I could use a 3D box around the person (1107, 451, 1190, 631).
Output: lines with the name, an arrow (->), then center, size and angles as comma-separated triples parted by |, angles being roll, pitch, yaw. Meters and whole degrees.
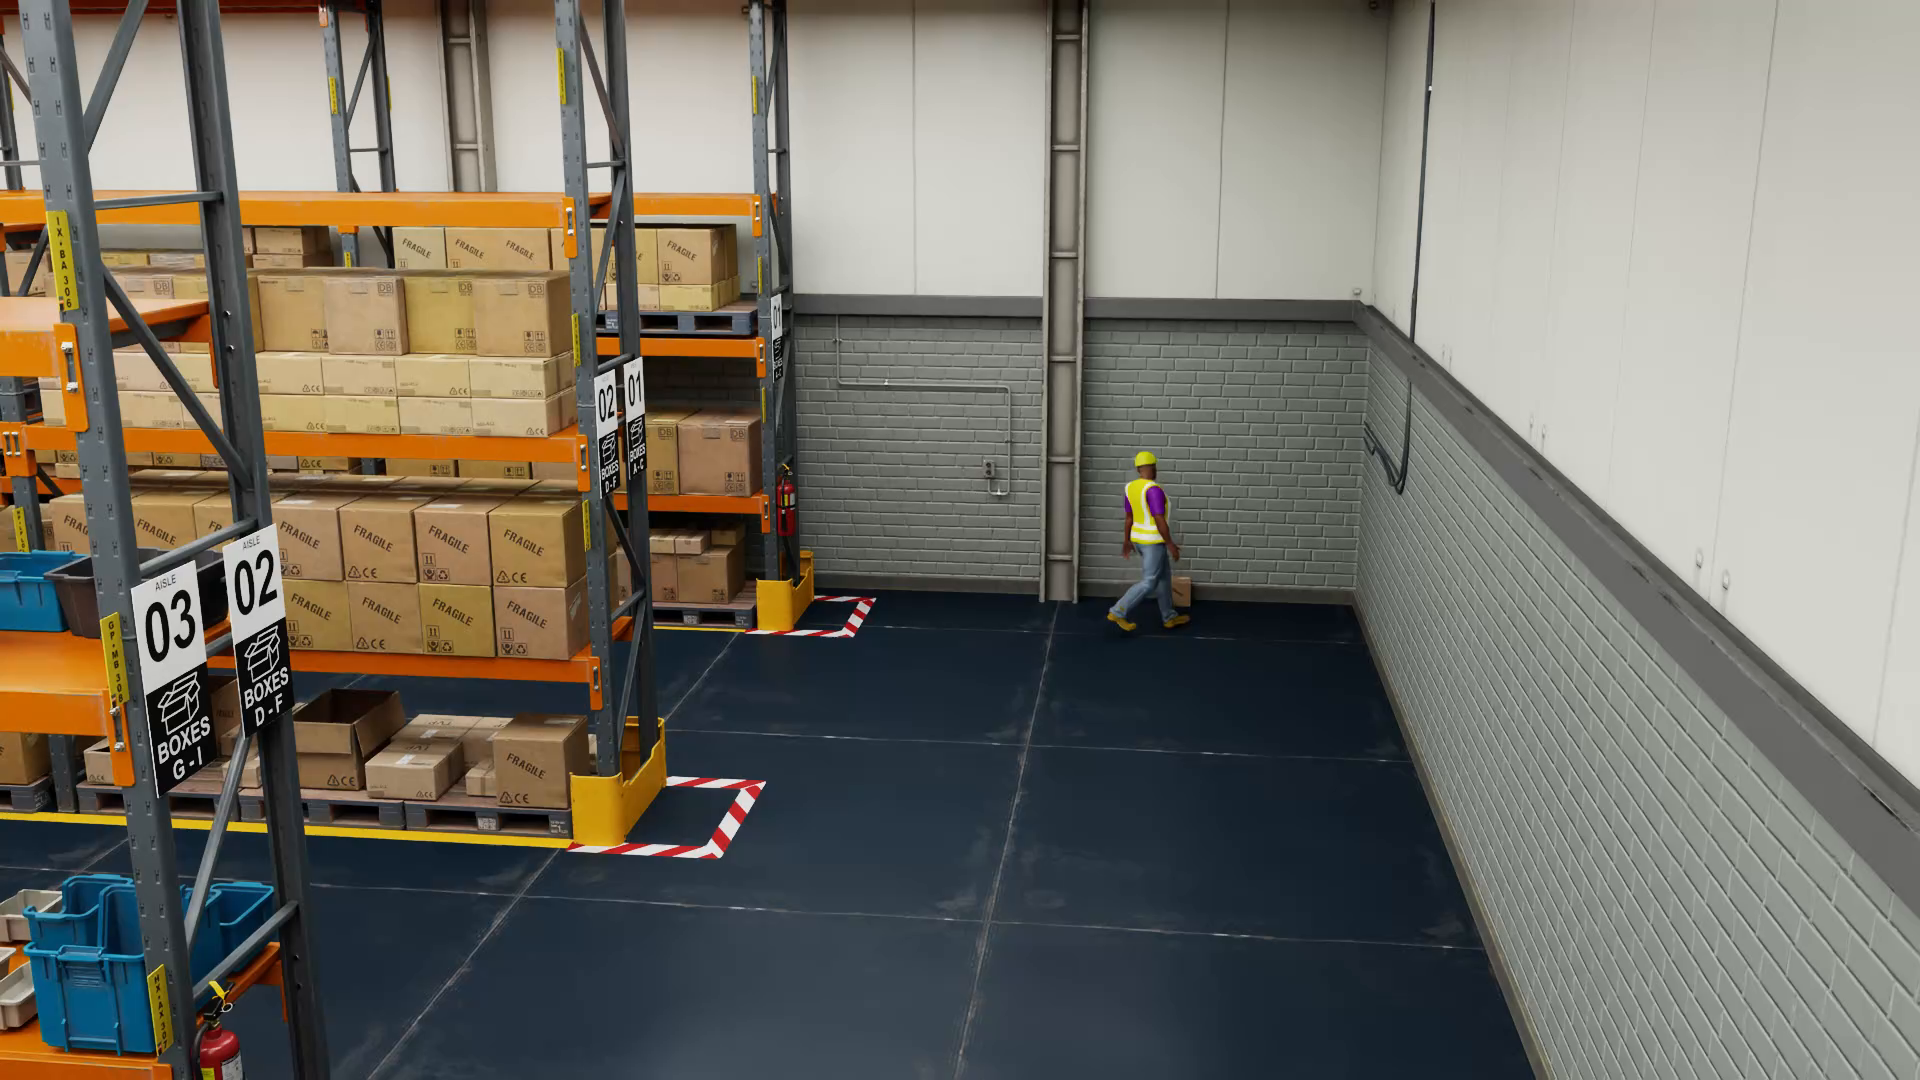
person -> 1.814, 0.024, 15.884 | 0.949, 1.725, 0.655 | -5, 15, -19
